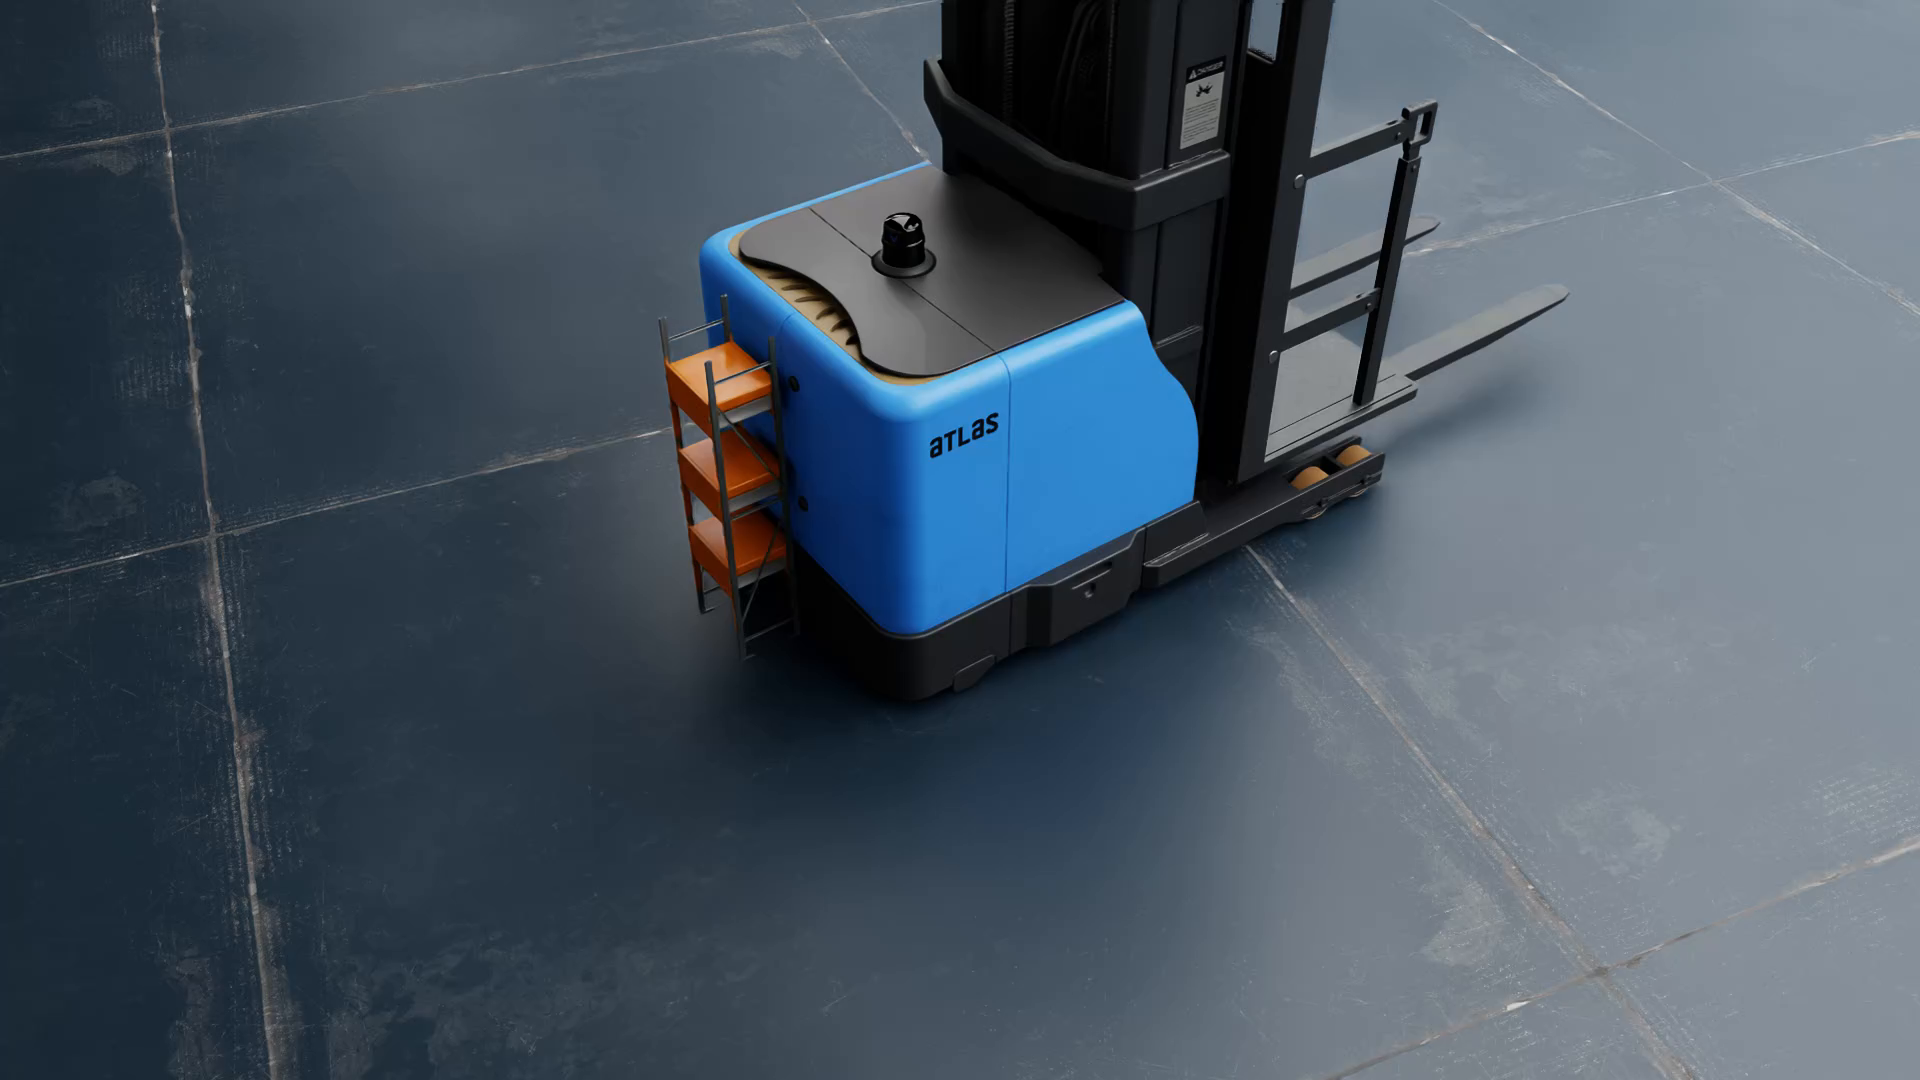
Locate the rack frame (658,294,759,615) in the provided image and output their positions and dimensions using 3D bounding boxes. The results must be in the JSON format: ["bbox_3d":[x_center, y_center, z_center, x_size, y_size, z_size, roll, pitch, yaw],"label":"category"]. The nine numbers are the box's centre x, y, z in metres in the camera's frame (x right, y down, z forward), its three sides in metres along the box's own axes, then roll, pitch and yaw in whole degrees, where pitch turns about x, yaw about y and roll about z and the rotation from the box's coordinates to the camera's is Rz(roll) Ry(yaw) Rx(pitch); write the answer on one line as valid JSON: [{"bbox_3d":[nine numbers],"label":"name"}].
[{"bbox_3d":[-0.698,-0.212,4.692,0.200,1.050,0.008,-25,47,-26],"label":"rack frame"}]

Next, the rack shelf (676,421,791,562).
[{"bbox_3d":[-0.627,-0.140,4.623,0.215,0.259,0.240,-25,47,-26],"label":"rack shelf"}]

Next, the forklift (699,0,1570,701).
[{"bbox_3d":[0.758,-1.434,4.670,3.031,2.935,1.130,-25,47,-26],"label":"forklift"}]

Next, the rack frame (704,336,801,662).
[{"bbox_3d":[-0.556,-0.083,4.541,0.200,1.050,0.008,-25,47,-26],"label":"rack frame"}]

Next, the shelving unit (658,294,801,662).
[{"bbox_3d":[-0.627,-0.148,4.616,0.215,1.050,0.252,-25,47,-26],"label":"shelving unit"}]

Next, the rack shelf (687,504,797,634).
[{"bbox_3d":[-0.627,0.071,4.805,0.215,0.259,0.240,-25,47,-26],"label":"rack shelf"}]

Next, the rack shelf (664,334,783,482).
[{"bbox_3d":[-0.627,-0.355,4.438,0.215,0.259,0.240,-25,47,-26],"label":"rack shelf"}]
